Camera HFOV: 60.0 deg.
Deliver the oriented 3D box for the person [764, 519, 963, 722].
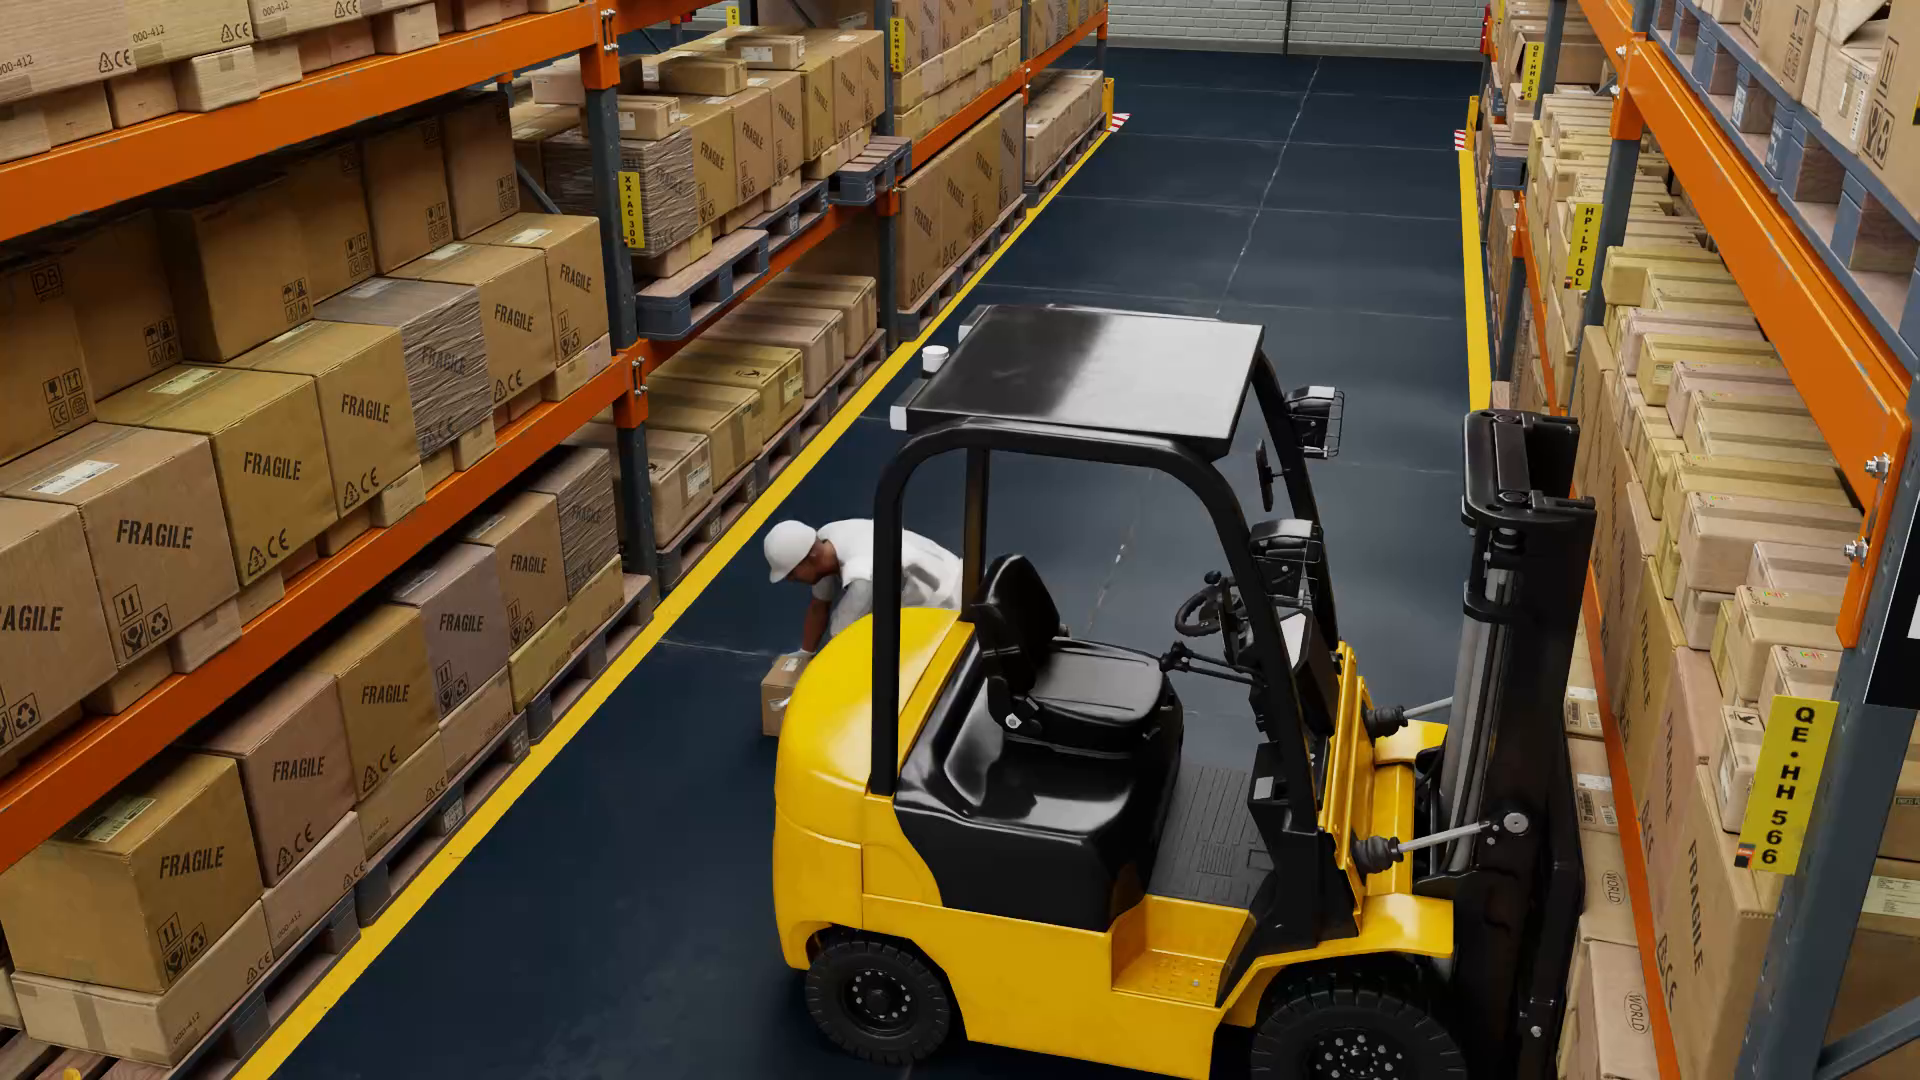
[{"bbox_3d":[-0.348,0.320,6.862,0.900,0.975,0.574,-6,26,-13],"label":"person"}]
